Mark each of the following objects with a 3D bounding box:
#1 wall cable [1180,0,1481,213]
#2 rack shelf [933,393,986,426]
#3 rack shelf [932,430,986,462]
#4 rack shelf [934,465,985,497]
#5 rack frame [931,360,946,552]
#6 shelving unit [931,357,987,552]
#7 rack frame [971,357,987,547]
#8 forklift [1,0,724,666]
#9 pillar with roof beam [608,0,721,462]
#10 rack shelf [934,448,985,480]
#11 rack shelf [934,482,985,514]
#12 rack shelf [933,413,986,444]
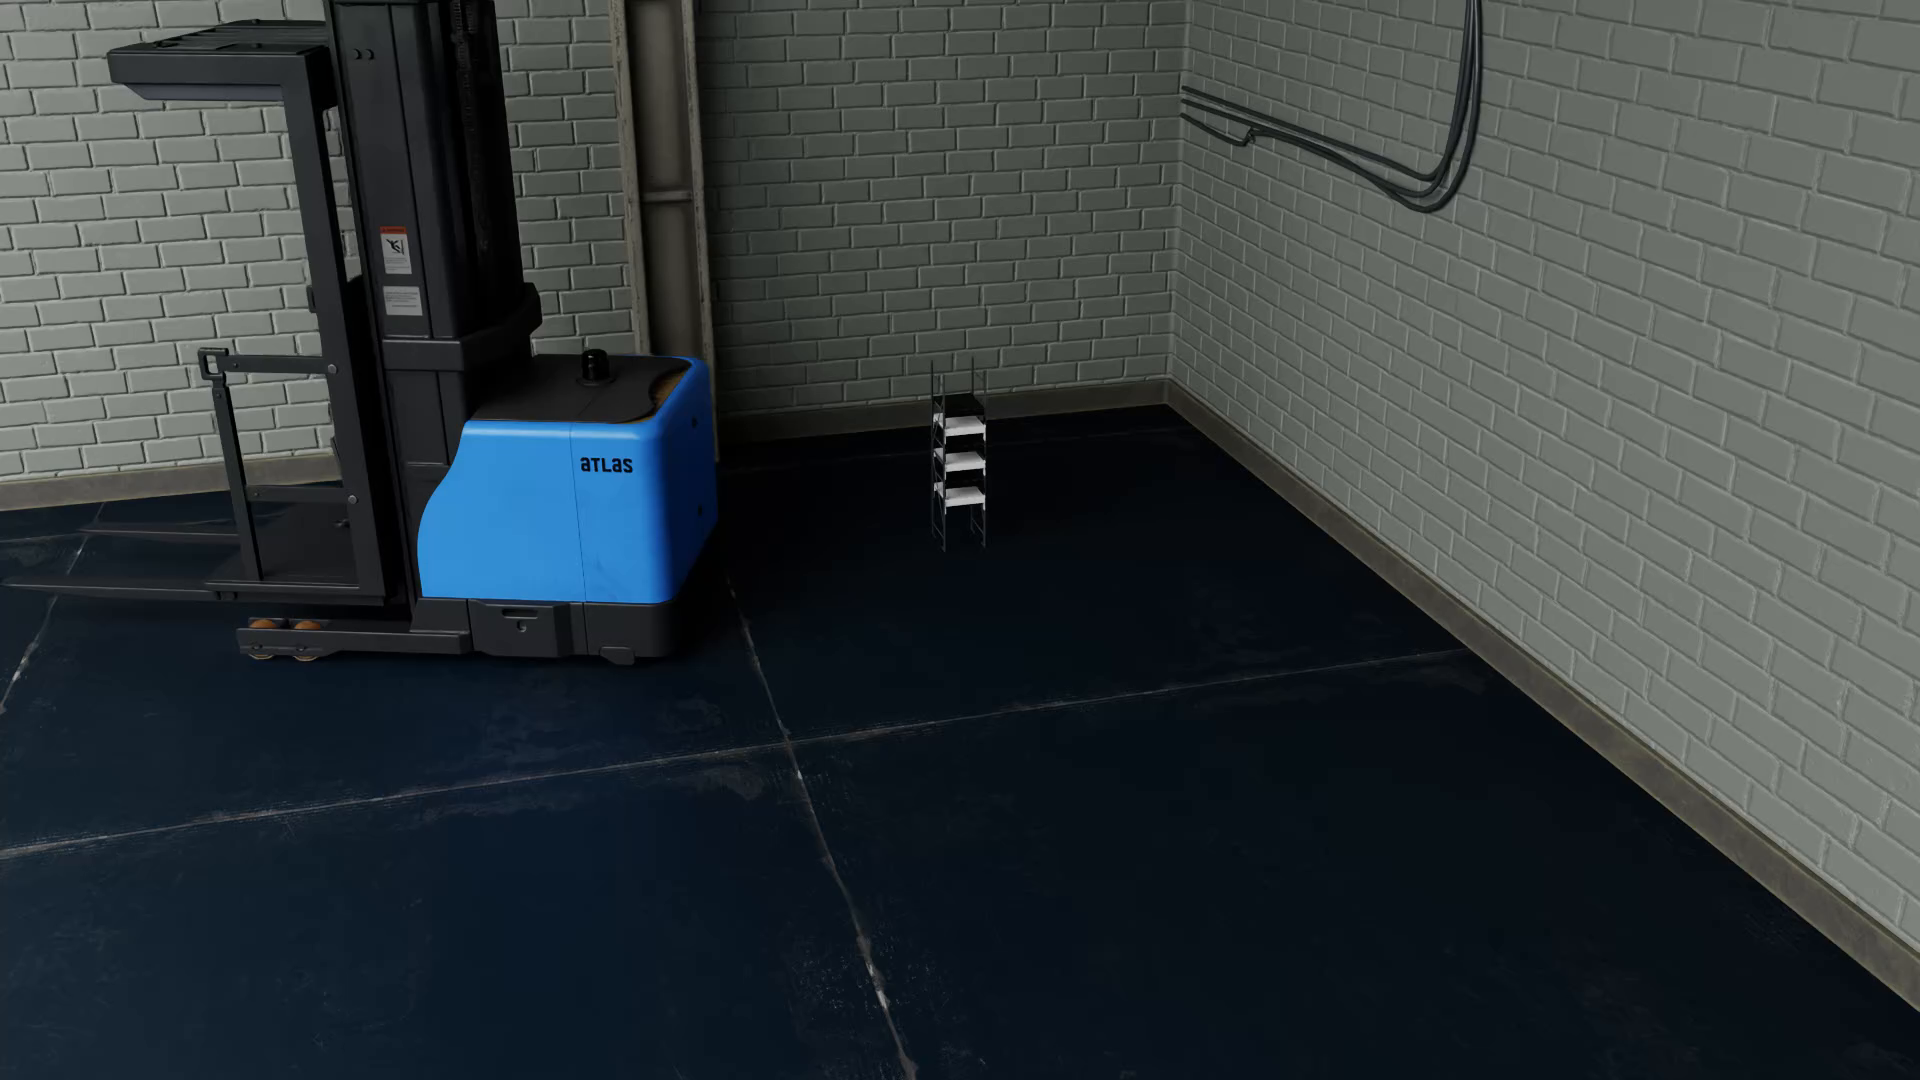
[{"bbox_3d":[1.631,-2.996,7.758,0.112,2.526,3.097,-6,24,-14],"label":"wall cable"},{"bbox_3d":[-0.008,-0.630,7.977,0.200,0.077,0.258,-6,24,-14],"label":"rack shelf"},{"bbox_3d":[-0.008,-0.465,8.048,0.200,0.077,0.258,-6,24,-14],"label":"rack shelf"},{"bbox_3d":[-0.008,-0.299,8.119,0.200,0.077,0.258,-6,24,-14],"label":"rack shelf"},{"bbox_3d":[-0.106,-0.402,8.045,0.006,0.900,0.240,-6,24,-14],"label":"rack frame"},{"bbox_3d":[-0.008,-0.413,8.071,0.210,0.900,0.258,-6,24,-14],"label":"shelving unit"},{"bbox_3d":[0.090,-0.424,8.096,0.006,0.900,0.240,-6,24,-14],"label":"rack frame"},{"bbox_3d":[-2.647,-1.038,6.953,3.031,2.935,1.130,2,23,4],"label":"forklift"},{"bbox_3d":[-0.400,-2.977,3.775,0.400,9.000,9.100,-6,24,-14],"label":"pillar with roof beam"},{"bbox_3d":[-0.008,-0.382,8.084,0.200,0.077,0.258,-6,24,-14],"label":"rack shelf"},{"bbox_3d":[-0.008,-0.217,8.155,0.200,0.077,0.258,-6,24,-14],"label":"rack shelf"},{"bbox_3d":[-0.008,-0.547,8.013,0.200,0.077,0.258,-6,24,-14],"label":"rack shelf"}]
